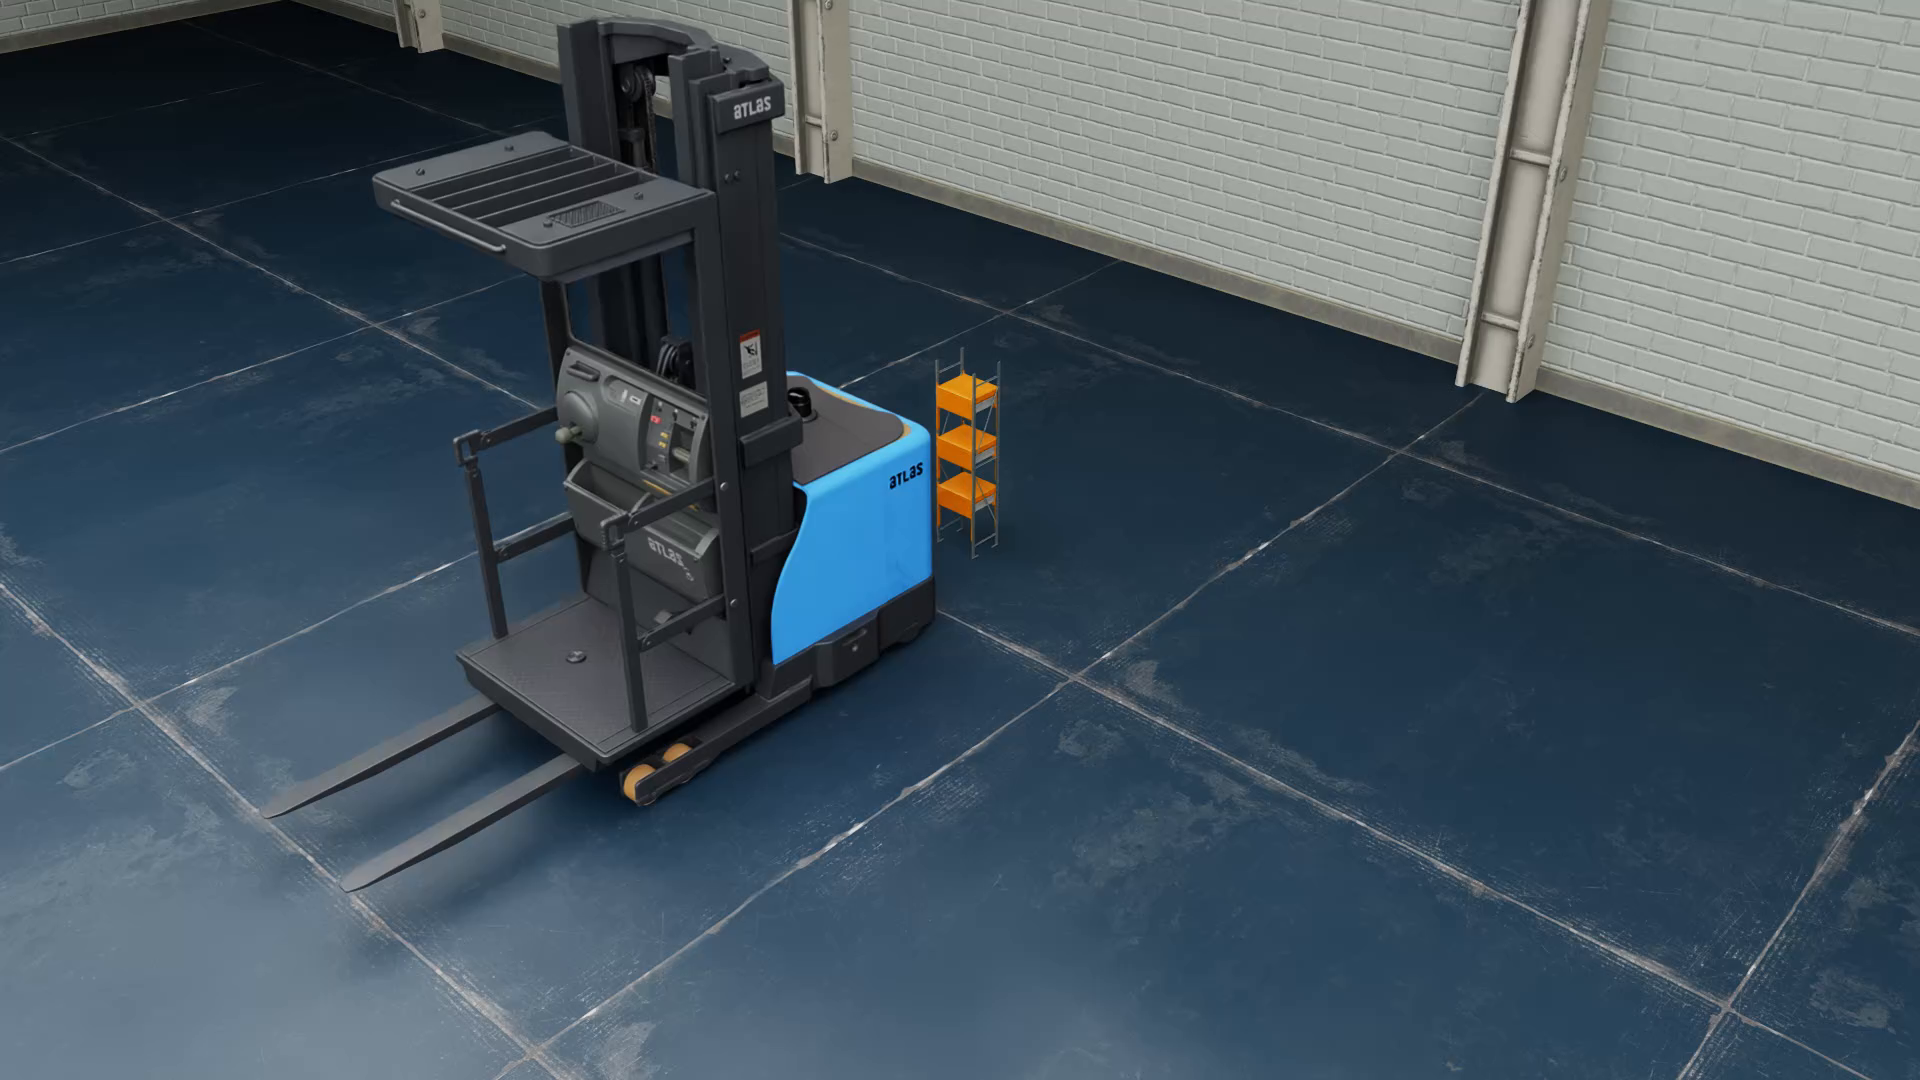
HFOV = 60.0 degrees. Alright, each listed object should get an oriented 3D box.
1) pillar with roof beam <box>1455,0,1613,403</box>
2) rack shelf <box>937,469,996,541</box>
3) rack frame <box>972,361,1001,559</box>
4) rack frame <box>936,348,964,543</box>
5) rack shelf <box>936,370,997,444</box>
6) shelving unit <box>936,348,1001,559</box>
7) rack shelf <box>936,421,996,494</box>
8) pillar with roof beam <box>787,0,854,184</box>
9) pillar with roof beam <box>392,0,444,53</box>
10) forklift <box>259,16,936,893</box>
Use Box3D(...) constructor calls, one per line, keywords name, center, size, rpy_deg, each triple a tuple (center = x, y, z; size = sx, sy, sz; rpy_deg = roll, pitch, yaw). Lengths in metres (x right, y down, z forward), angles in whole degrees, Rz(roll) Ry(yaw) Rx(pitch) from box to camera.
Box3D(name="pillar with roof beam", center=(0.442, -3.169, 5.290), size=(0.400, 9.000, 9.100), rpy_deg=(25, 39, 35))
Box3D(name="rack shelf", center=(0.040, -0.184, 8.597), size=(0.240, 0.259, 0.215), rpy_deg=(25, 39, 35))
Box3D(name="rack frame", center=(0.130, -0.389, 8.378), size=(0.008, 1.050, 0.200), rpy_deg=(25, 39, 35))
Box3D(name="rack frame", center=(-0.051, -0.473, 8.519), size=(0.008, 1.050, 0.200), rpy_deg=(25, 39, 35))
Box3D(name="rack shelf", center=(0.040, -0.665, 8.308), size=(0.240, 0.259, 0.215), rpy_deg=(25, 39, 35))
Box3D(name="shelving unit", center=(0.040, -0.431, 8.448), size=(0.252, 1.050, 0.215), rpy_deg=(25, 39, 35))
Box3D(name="rack shelf", center=(0.040, -0.422, 8.454), size=(0.240, 0.259, 0.215), rpy_deg=(25, 39, 35))
Box3D(name="pillar with roof beam", center=(-4.006, -5.246, 8.739), size=(0.400, 9.000, 9.100), rpy_deg=(25, 39, 35))
Box3D(name="pillar with roof beam", center=(-8.455, -7.322, 12.188), size=(0.400, 9.000, 9.100), rpy_deg=(25, 39, 35))
Box3D(name="forklift", center=(-1.487, -0.451, 6.657), size=(1.130, 2.935, 3.031), rpy_deg=(26, 39, 36))
